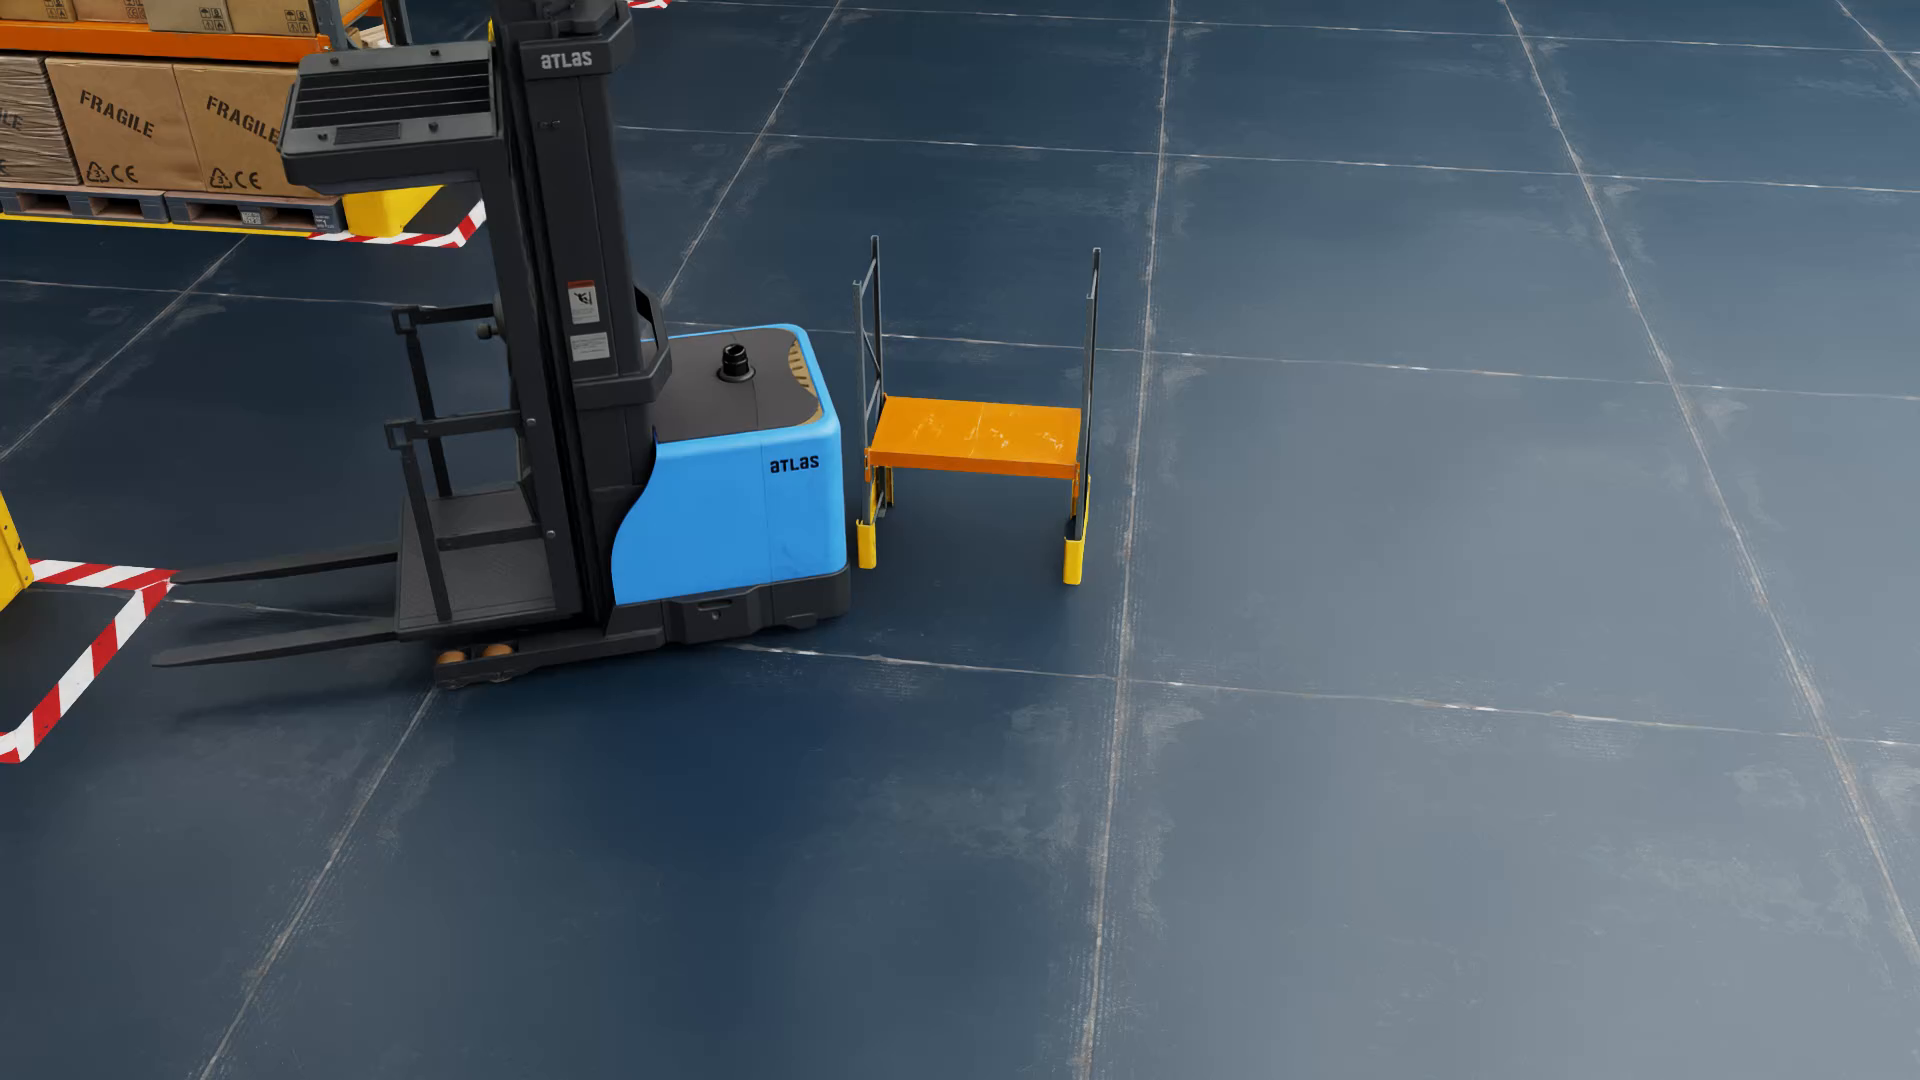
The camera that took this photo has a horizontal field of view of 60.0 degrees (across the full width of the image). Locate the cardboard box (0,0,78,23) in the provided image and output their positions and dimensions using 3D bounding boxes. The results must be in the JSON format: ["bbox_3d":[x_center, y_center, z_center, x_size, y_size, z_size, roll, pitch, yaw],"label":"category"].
[{"bbox_3d":[-5.868,-3.801,10.864,0.500,0.550,0.875,4,36,6],"label":"cardboard box"}]

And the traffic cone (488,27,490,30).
[{"bbox_3d":[-3.936,-4.696,14.432,0.334,0.463,0.336,4,36,6],"label":"traffic cone"}]

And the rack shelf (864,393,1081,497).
[{"bbox_3d":[0.085,-0.458,7.910,1.000,0.185,0.538,4,36,6],"label":"rack shelf"}]

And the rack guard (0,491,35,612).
[{"bbox_3d":[-4.683,0.281,7.425,0.348,0.500,1.175,4,36,6],"label":"rack guard"}]

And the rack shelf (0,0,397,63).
[{"bbox_3d":[-5.859,-3.436,11.102,4.000,0.370,1.077,4,36,6],"label":"rack shelf"}]

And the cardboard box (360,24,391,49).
[{"bbox_3d":[-4.902,-4.213,14.025,0.250,0.149,0.380,24,42,30],"label":"cardboard box"}]

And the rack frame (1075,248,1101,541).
[{"bbox_3d":[0.589,-0.567,7.753,0.032,1.500,0.500,4,36,6],"label":"rack frame"}]

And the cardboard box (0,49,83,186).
[{"bbox_3d":[-6.334,-3.032,11.383,0.875,0.875,0.875,5,36,6],"label":"cardboard box"}]

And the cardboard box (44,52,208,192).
[{"bbox_3d":[-5.430,-2.963,11.287,0.875,0.875,0.875,4,36,5],"label":"cardboard box"}]

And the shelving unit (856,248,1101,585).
[{"bbox_3d":[0.076,-0.605,7.806,1.083,1.500,0.587,4,36,6],"label":"shelving unit"}]

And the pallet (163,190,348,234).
[{"bbox_3d":[-4.679,-2.460,11.515,1.213,0.211,1.003,4,36,6],"label":"pallet"}]

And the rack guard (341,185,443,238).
[{"bbox_3d":[-3.852,-2.562,11.409,0.348,0.500,1.175,4,36,6],"label":"rack guard"}]

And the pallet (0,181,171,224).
[{"bbox_3d":[-5.885,-2.552,11.644,1.213,0.211,1.003,4,36,6],"label":"pallet"}]

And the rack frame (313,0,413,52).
[{"bbox_3d":[-3.876,-3.581,10.685,0.127,3.000,1.000,4,36,6],"label":"rack frame"}]

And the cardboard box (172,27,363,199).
[{"bbox_3d":[-4.557,-2.899,11.197,0.875,0.875,0.875,4,36,6],"label":"cardboard box"}]

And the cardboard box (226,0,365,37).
[{"bbox_3d":[-4.249,-3.643,10.644,0.550,0.550,0.875,4,36,6],"label":"cardboard box"}]

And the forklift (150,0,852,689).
[{"bbox_3d":[-2.077,-0.877,6.956,3.031,2.935,1.130,-8,36,-11],"label":"forklift"}]

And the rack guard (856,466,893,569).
[{"bbox_3d":[-0.418,-0.133,8.221,0.087,0.250,0.587,4,36,6],"label":"rack guard"}]

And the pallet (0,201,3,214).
[{"bbox_3d":[-7.099,-2.640,11.768,1.213,0.211,1.003,4,36,6],"label":"pallet"}]

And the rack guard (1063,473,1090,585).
[{"bbox_3d":[0.570,-0.059,8.118,0.087,0.250,0.587,4,36,6],"label":"rack guard"}]

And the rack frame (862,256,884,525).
[{"bbox_3d":[-0.419,-0.643,7.859,0.013,1.308,0.475,4,36,6],"label":"rack frame"}]

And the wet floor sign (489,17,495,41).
[{"bbox_3d":[-3.595,-3.761,12.965,0.232,0.644,0.267,-2,36,-2],"label":"wet floor sign"}]
